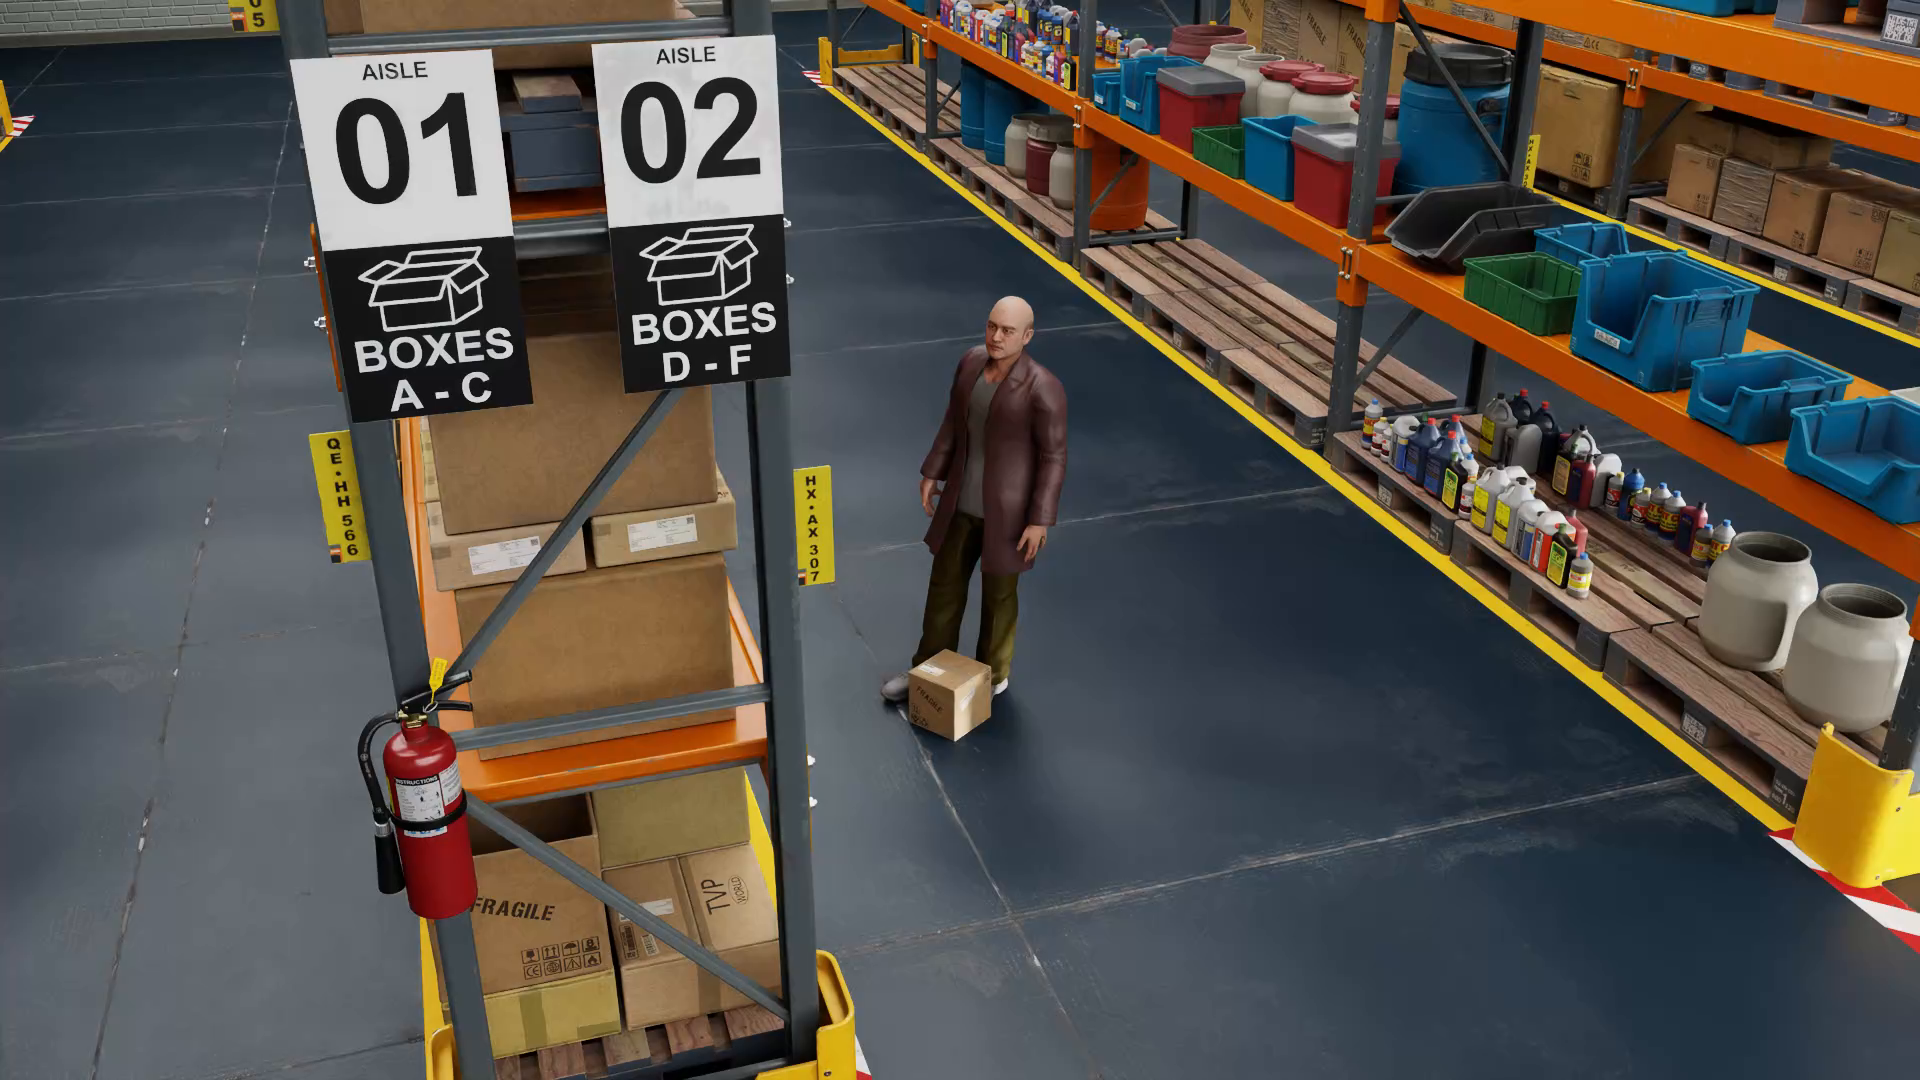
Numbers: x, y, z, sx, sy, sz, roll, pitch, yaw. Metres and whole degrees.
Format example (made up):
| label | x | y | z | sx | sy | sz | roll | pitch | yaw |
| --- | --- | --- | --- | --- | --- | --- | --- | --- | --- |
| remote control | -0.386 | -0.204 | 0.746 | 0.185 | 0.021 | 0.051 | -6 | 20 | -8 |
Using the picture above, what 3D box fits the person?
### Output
| label | x | y | z | sx | sy | sz | roll | pitch | yaw |
| --- | --- | --- | --- | --- | --- | --- | --- | --- | --- |
| person | 0.065 | -0.112 | 6.838 | 0.698 | 1.779 | 0.579 | 20 | 33 | 35 |
